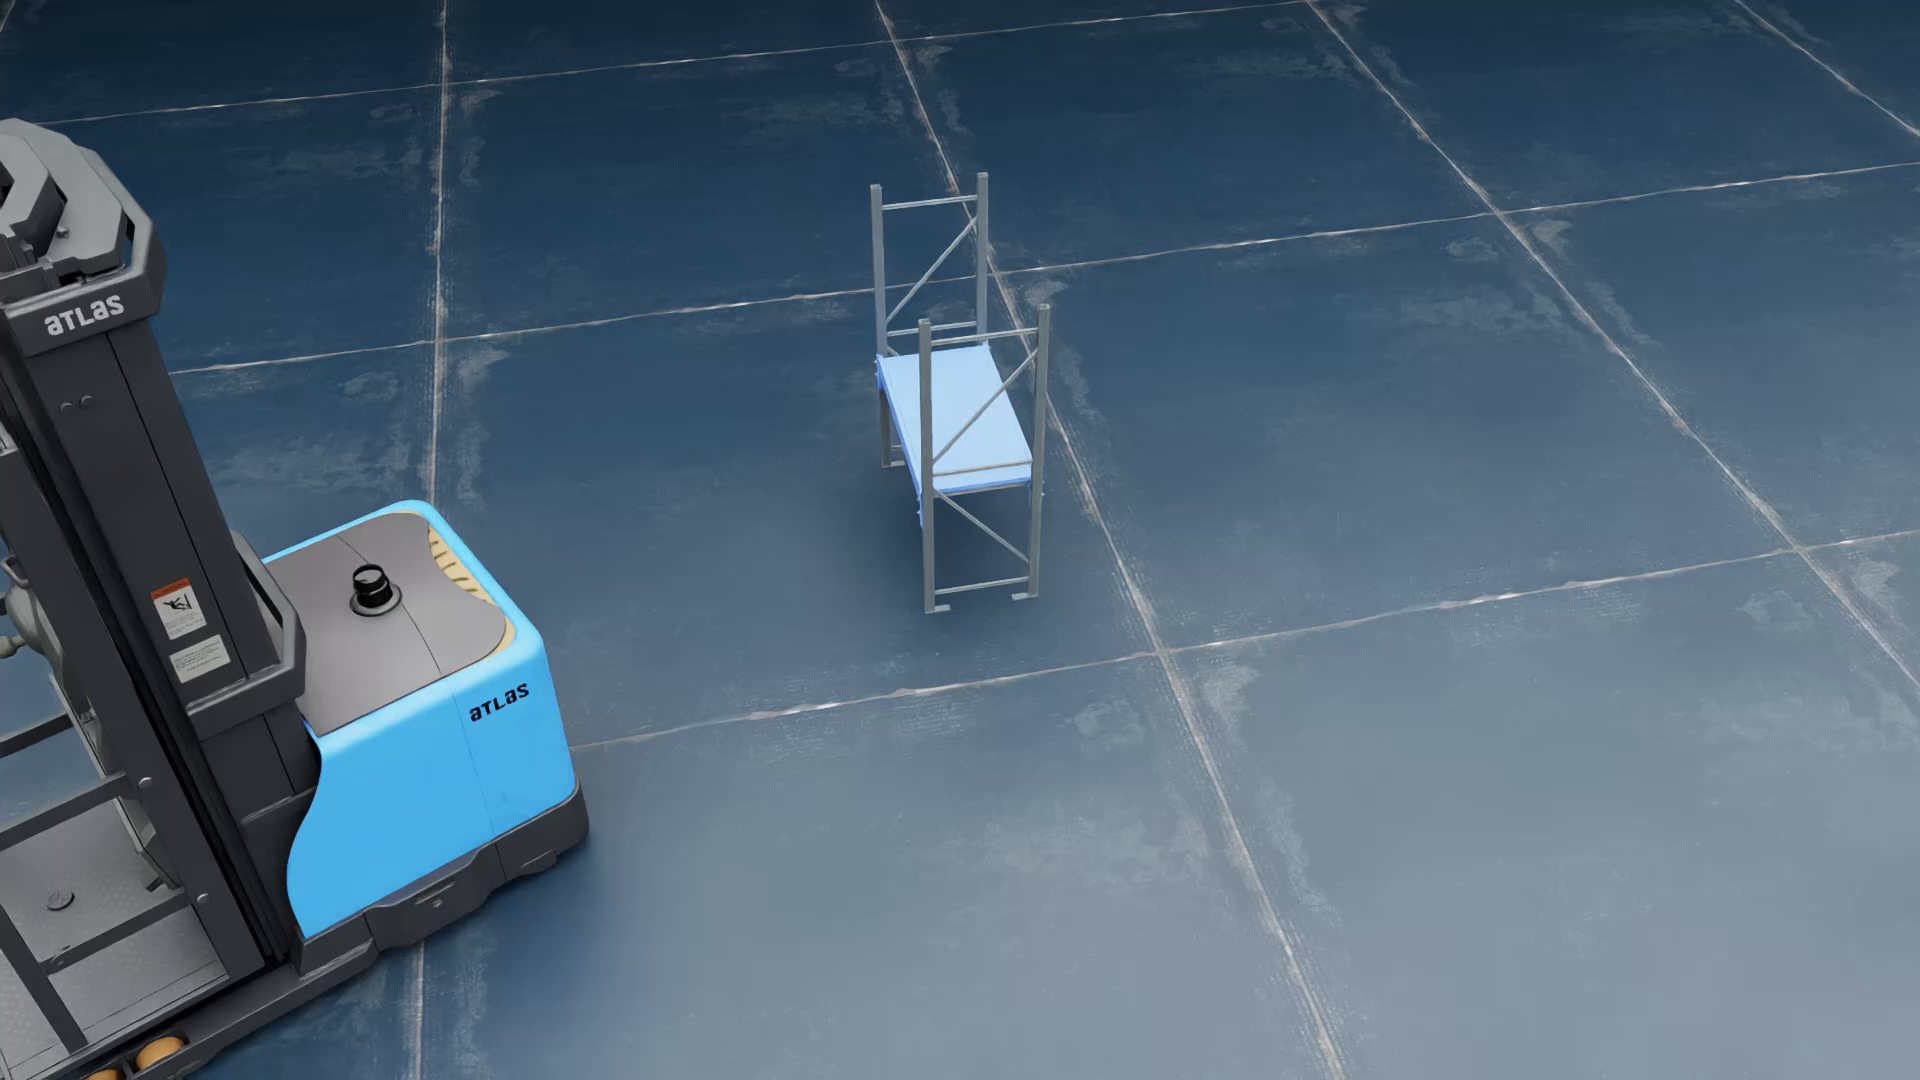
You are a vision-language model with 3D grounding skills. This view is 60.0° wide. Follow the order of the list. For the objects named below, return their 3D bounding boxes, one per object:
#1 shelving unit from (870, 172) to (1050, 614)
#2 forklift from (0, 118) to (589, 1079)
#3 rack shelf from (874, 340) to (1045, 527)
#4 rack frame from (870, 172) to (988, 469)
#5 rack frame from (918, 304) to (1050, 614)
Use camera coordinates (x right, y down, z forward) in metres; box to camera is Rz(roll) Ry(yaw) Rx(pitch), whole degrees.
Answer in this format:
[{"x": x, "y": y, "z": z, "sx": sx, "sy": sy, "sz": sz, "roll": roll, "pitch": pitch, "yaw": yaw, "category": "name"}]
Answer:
[{"x": -0.018, "y": -0.616, "z": 7.096, "sx": 0.538, "sy": 1.500, "sz": 1.048, "roll": -8, "pitch": 42, "yaw": -9, "category": "shelving unit"}, {"x": -2.859, "y": 0.389, "z": 4.886, "sx": 3.031, "sy": 2.935, "sz": 1.130, "roll": -27, "pitch": 48, "yaw": -27, "category": "forklift"}, {"x": -0.018, "y": -0.482, "z": 7.216, "sx": 0.538, "sy": 0.185, "sz": 1.000, "roll": -8, "pitch": 42, "yaw": -9, "category": "rack shelf"}, {"x": -0.128, "y": -0.946, "z": 7.467, "sx": 0.500, "sy": 1.500, "sz": 0.032, "roll": -8, "pitch": 42, "yaw": -9, "category": "rack frame"}, {"x": 0.091, "y": -0.287, "z": 6.725, "sx": 0.500, "sy": 1.500, "sz": 0.032, "roll": -8, "pitch": 42, "yaw": -9, "category": "rack frame"}]
